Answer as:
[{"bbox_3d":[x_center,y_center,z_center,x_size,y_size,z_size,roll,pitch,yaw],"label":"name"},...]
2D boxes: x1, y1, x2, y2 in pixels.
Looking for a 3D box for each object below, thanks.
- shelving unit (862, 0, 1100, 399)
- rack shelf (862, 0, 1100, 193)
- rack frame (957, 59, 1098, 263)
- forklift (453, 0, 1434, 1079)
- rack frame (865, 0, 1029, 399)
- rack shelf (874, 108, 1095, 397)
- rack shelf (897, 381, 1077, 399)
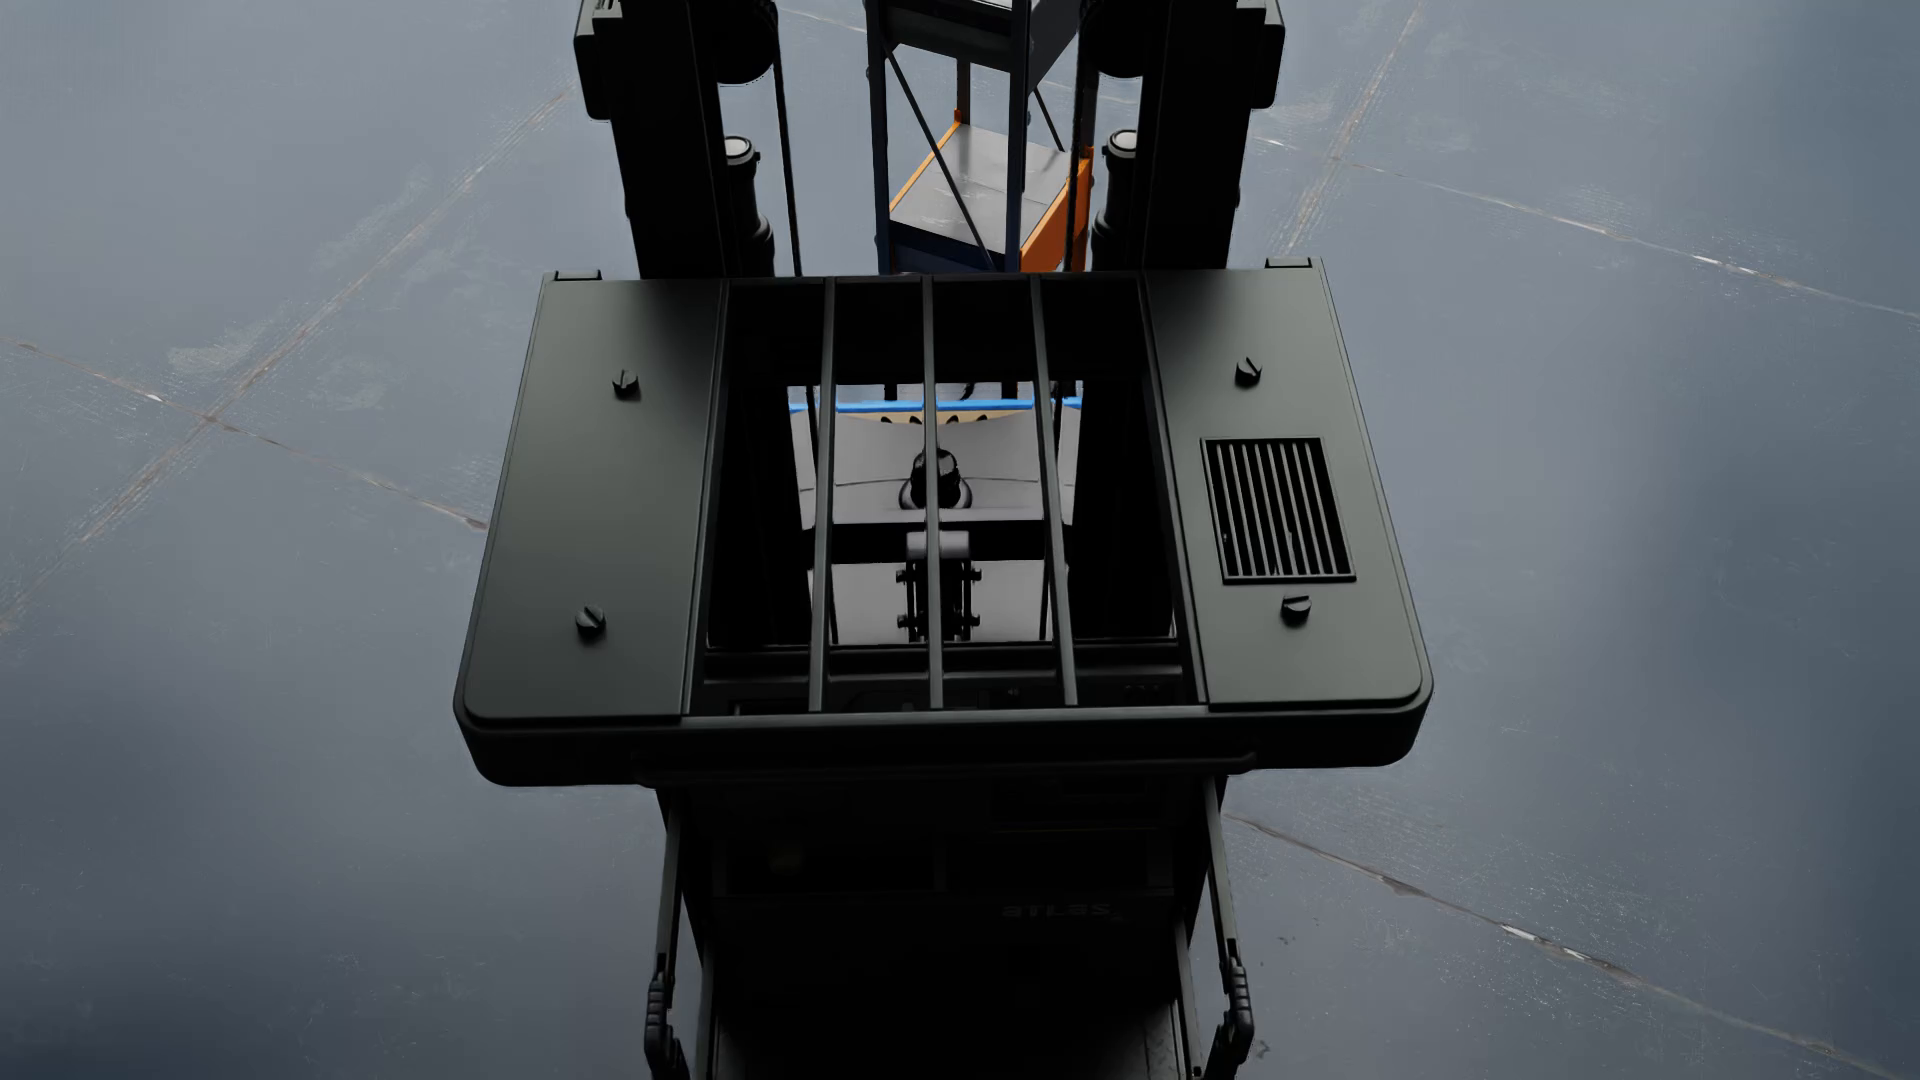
[{"bbox_3d":[0.071,-0.794,4.547,0.431,2.100,0.503,20,52,16],"label":"shelving unit"},{"bbox_3d":[0.071,-1.239,4.025,0.431,0.518,0.480,20,52,16],"label":"rack shelf"},{"bbox_3d":[0.175,-0.962,4.690,0.400,2.100,0.015,20,52,16],"label":"rack frame"},{"bbox_3d":[-0.027,0.514,2.888,1.130,2.935,3.031,-1,50,-1],"label":"forklift"},{"bbox_3d":[-0.034,-0.626,4.404,0.400,2.100,0.015,20,52,16],"label":"rack frame"},{"bbox_3d":[0.071,-0.786,4.558,0.431,0.518,0.480,20,52,16],"label":"rack shelf"},{"bbox_3d":[0.071,-0.332,5.091,0.431,0.518,0.480,20,52,16],"label":"rack shelf"}]
